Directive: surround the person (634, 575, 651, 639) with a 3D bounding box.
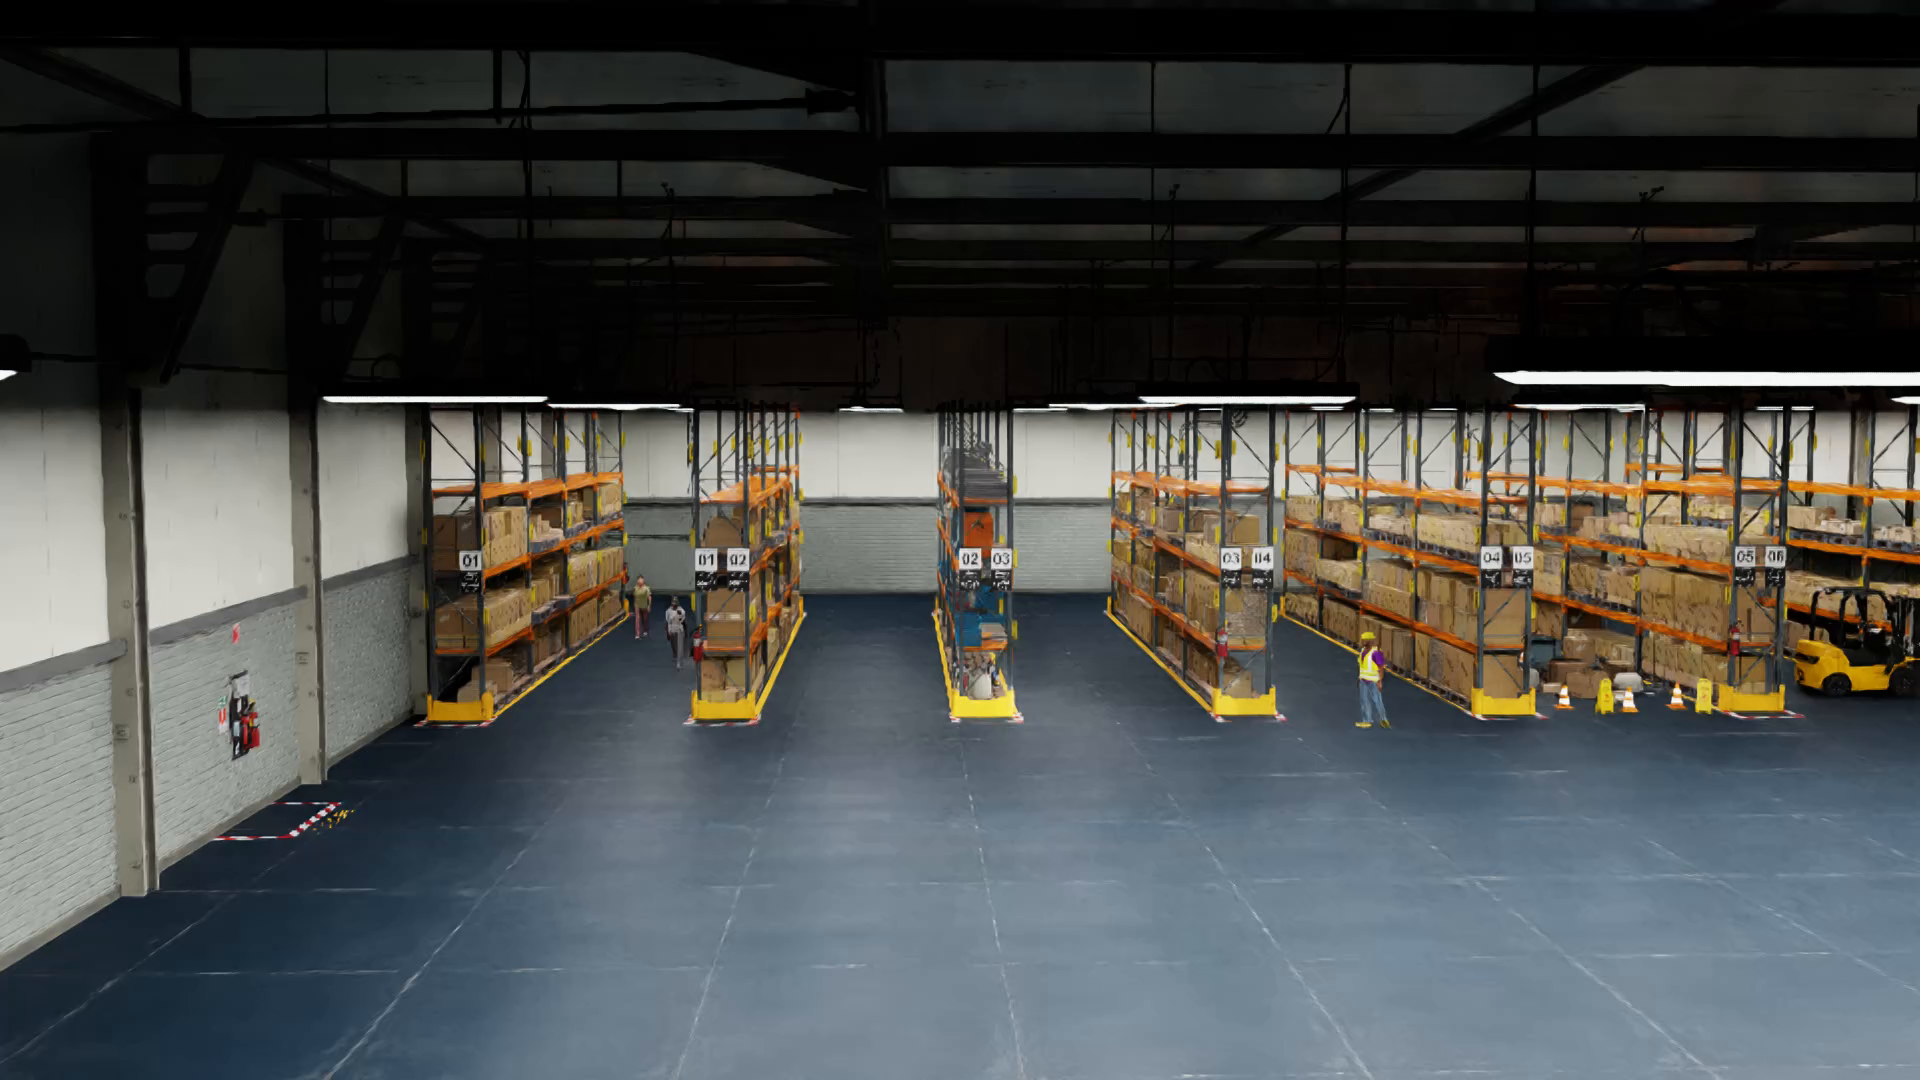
[{"bbox_3d":[-8.097,1.695,42.383,0.456,1.612,1.019,0,4,-4],"label":"person"}]

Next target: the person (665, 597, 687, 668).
[{"bbox_3d":[-6.436,2.056,37.612,0.447,1.589,1.088,0,4,0],"label":"person"}]

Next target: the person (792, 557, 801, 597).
[{"bbox_3d":[-5.293,0.918,51.754,0.513,1.764,0.722,4,6,44],"label":"person"}]

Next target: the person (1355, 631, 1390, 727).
[{"bbox_3d":[7.540,2.544,30.429,0.541,1.760,0.661,-2,5,-28],"label":"person"}]
